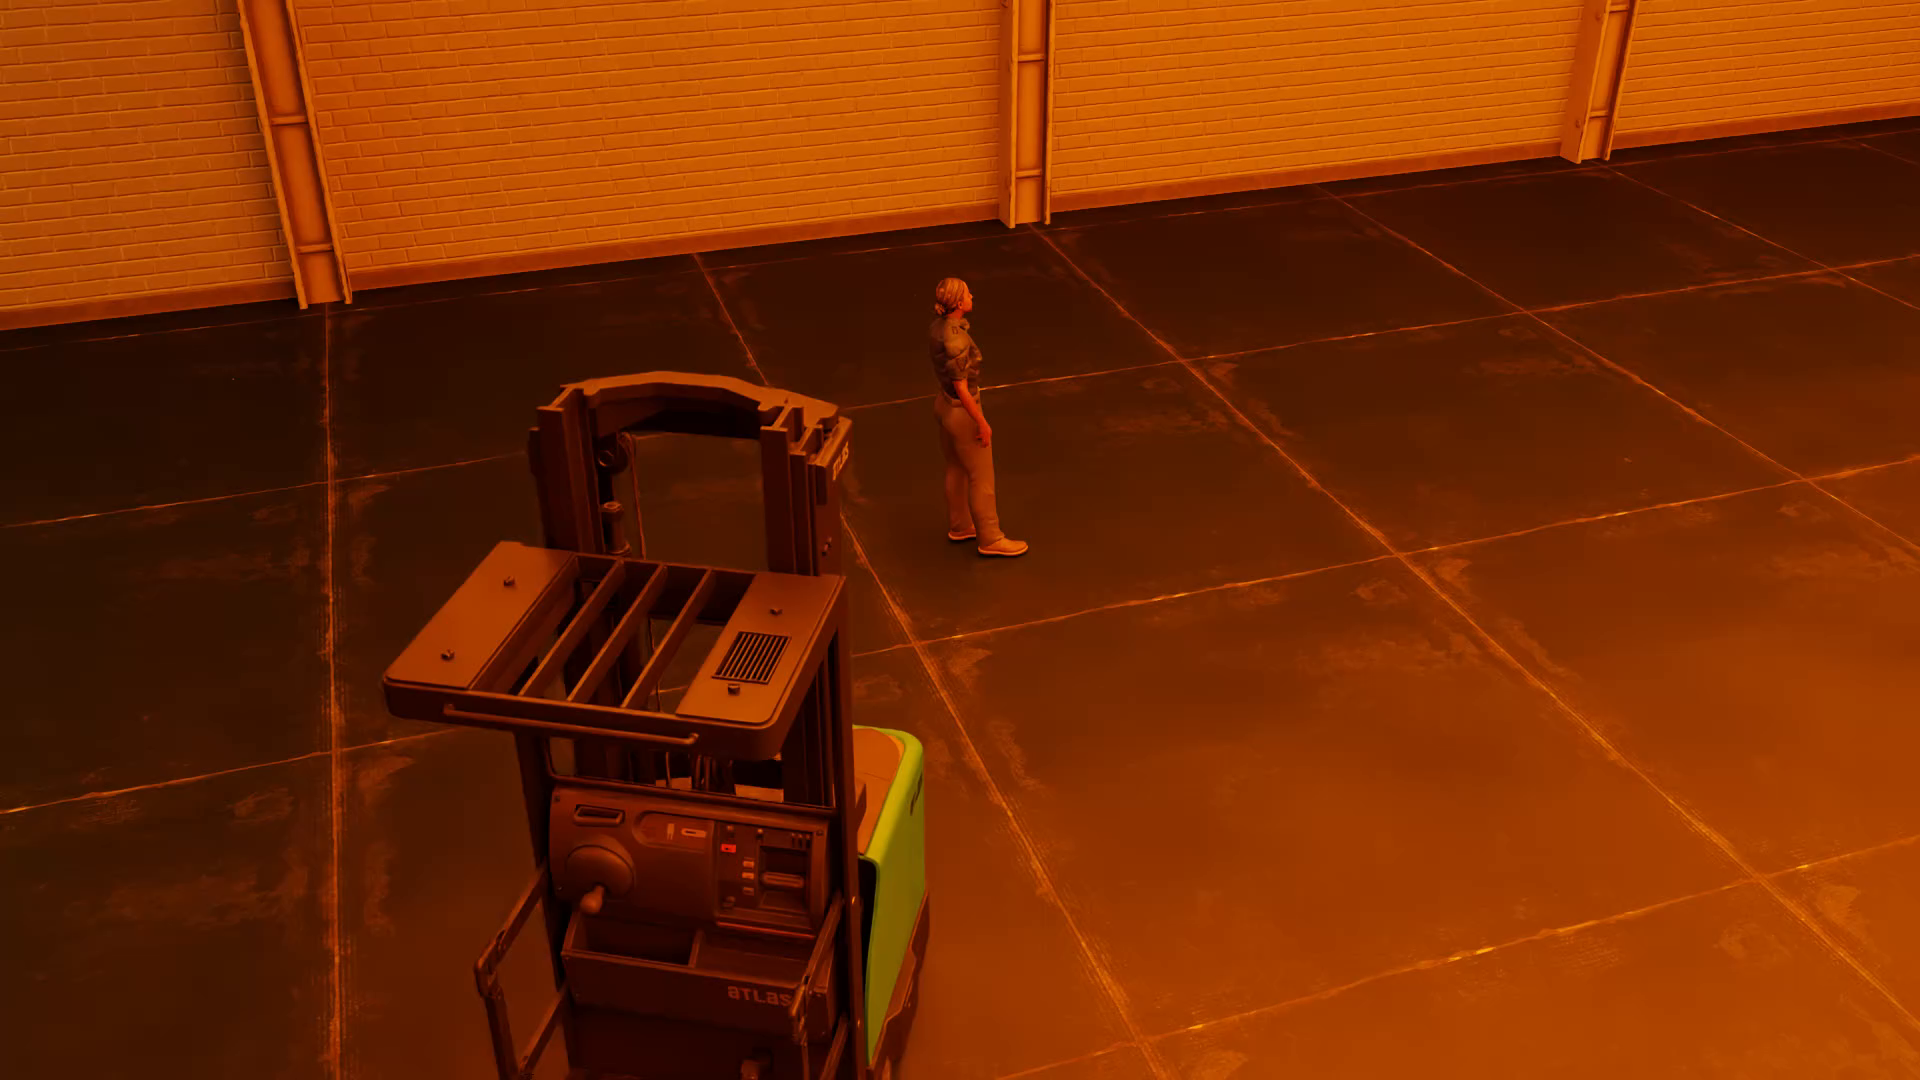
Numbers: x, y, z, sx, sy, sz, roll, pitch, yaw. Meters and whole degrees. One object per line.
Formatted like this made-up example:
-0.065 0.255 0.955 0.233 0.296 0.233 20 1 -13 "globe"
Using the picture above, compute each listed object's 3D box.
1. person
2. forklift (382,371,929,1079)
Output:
0.089 -0.728 9.617 0.504 1.654 0.569 -10 31 -16 "person"
-0.921 1.091 5.190 1.130 2.935 3.031 6 30 10 "forklift"
